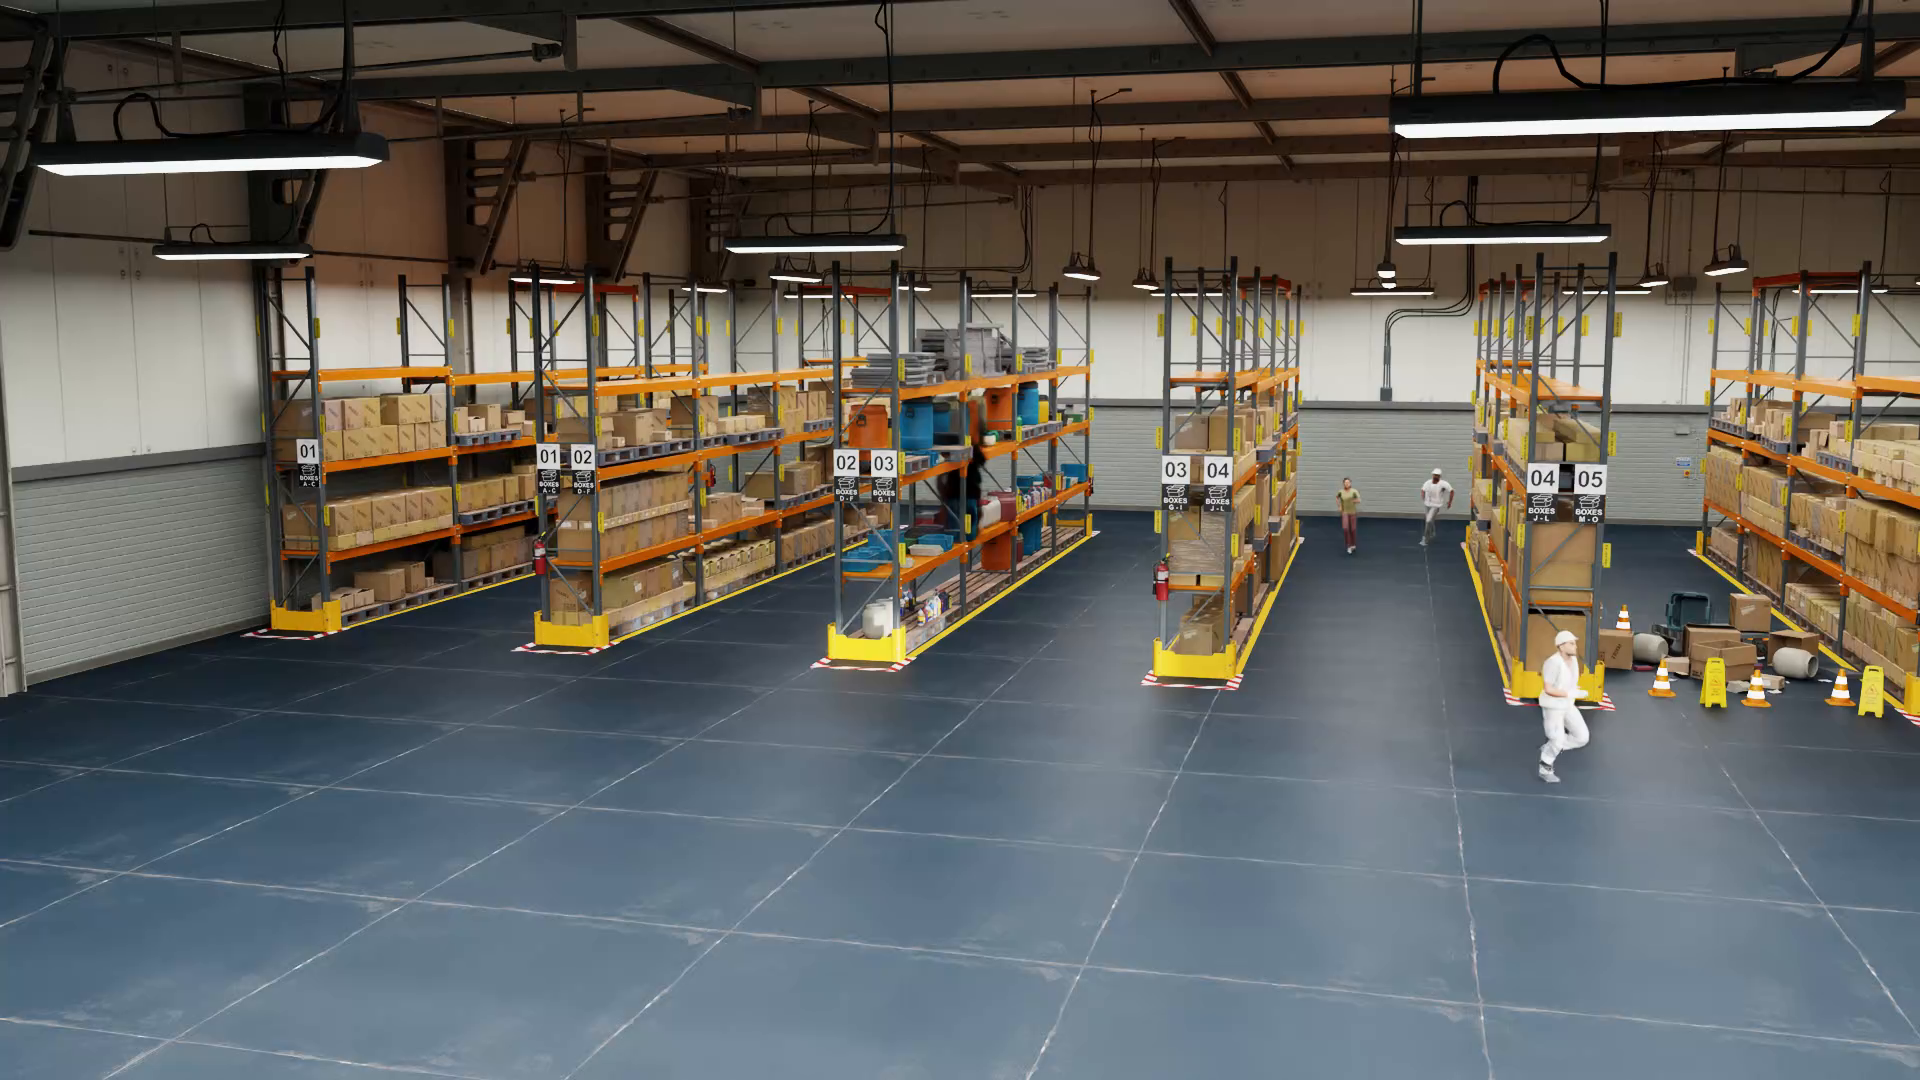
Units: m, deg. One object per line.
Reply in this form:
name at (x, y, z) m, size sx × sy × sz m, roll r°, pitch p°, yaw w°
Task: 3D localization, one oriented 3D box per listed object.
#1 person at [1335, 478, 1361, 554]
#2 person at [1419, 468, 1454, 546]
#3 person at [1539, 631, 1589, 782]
person at (8.725, -0.556, 37.408) m, size 0.579 × 1.705 × 0.697 m, roll 2°, pitch 7°, yaw 12°
person at (11.032, -0.774, 38.669) m, size 0.861 × 1.795 × 0.762 m, roll -6°, pitch 10°, yaw -41°
person at (6.625, 1.838, 18.192) m, size 0.707 × 1.728 × 0.657 m, roll -5°, pitch 9°, yaw -35°
